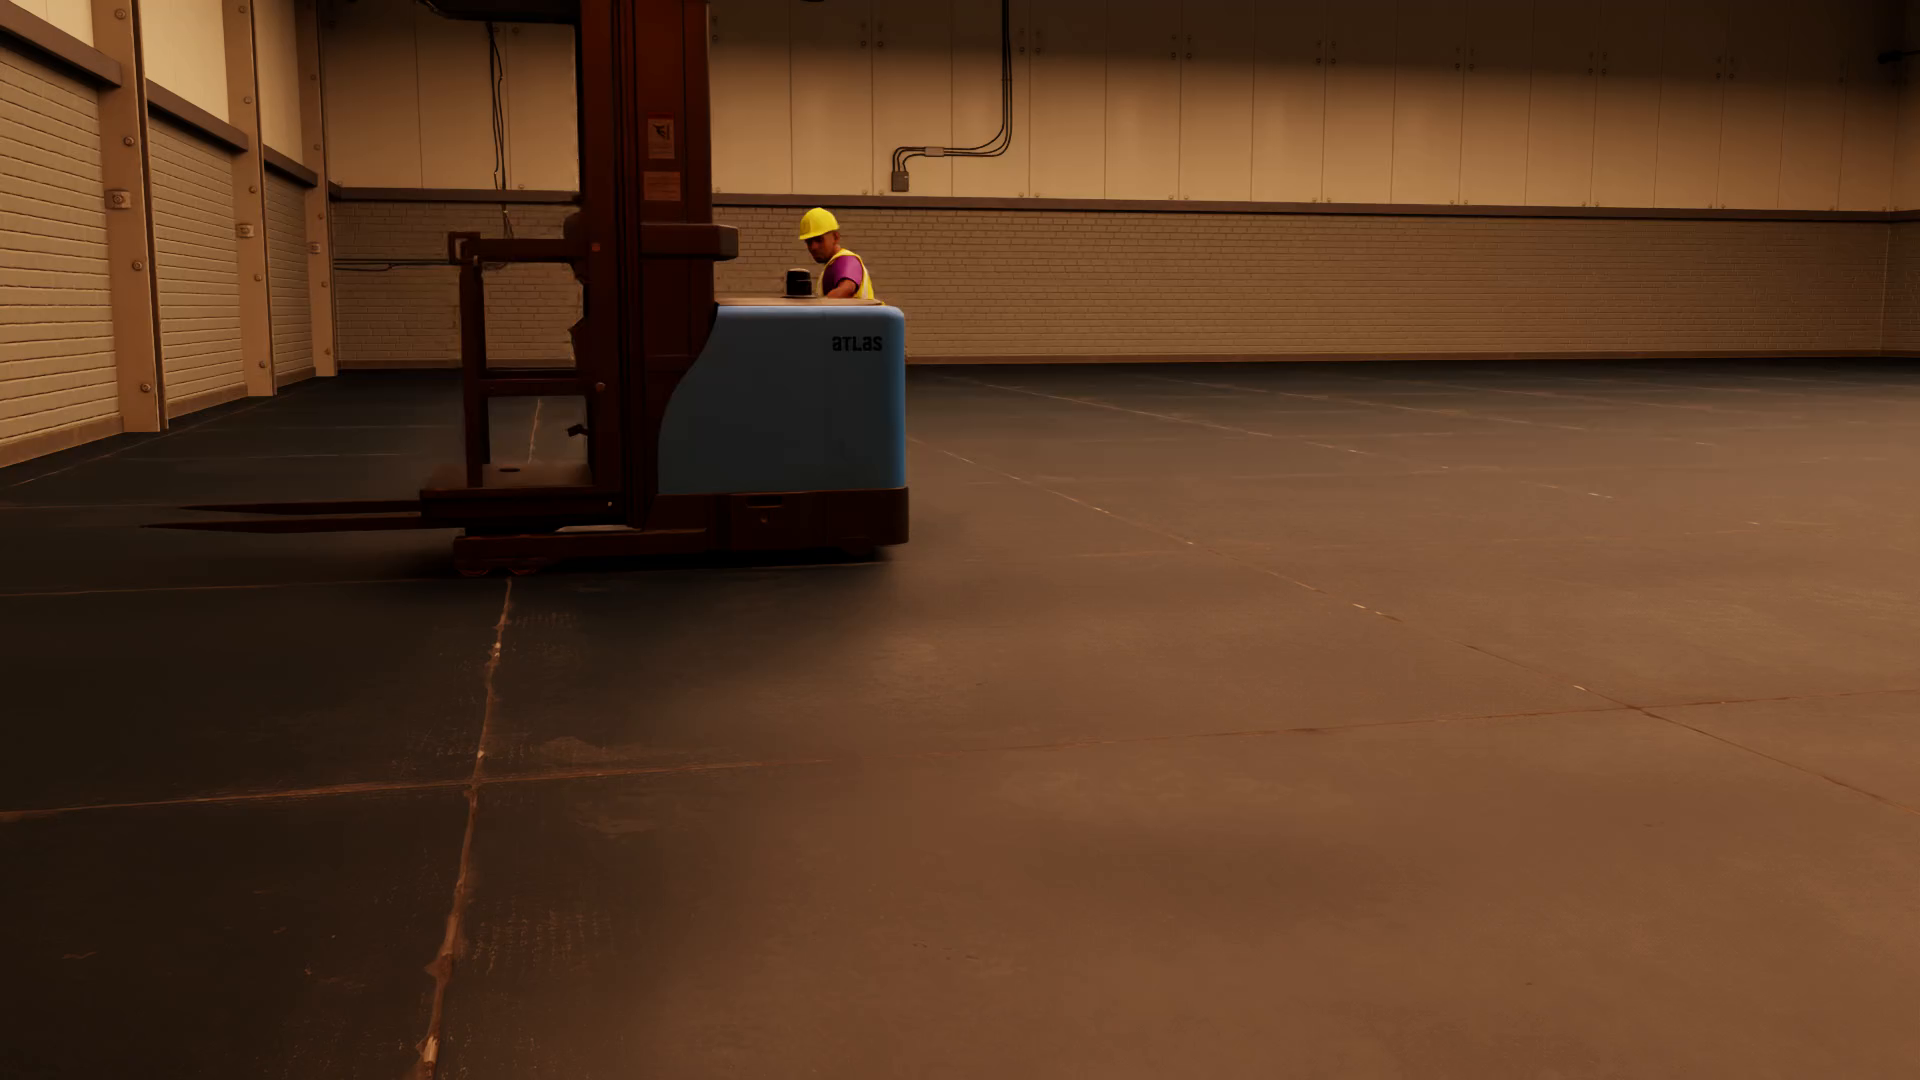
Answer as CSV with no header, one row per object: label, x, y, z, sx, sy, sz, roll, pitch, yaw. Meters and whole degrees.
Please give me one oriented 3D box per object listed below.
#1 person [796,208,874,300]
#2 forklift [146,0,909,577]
person,-0.635,-1.053,9.201,0.523,1.540,1.194,1,8,5
forklift,-1.794,-1.383,7.013,3.031,2.935,1.130,-2,8,-14
